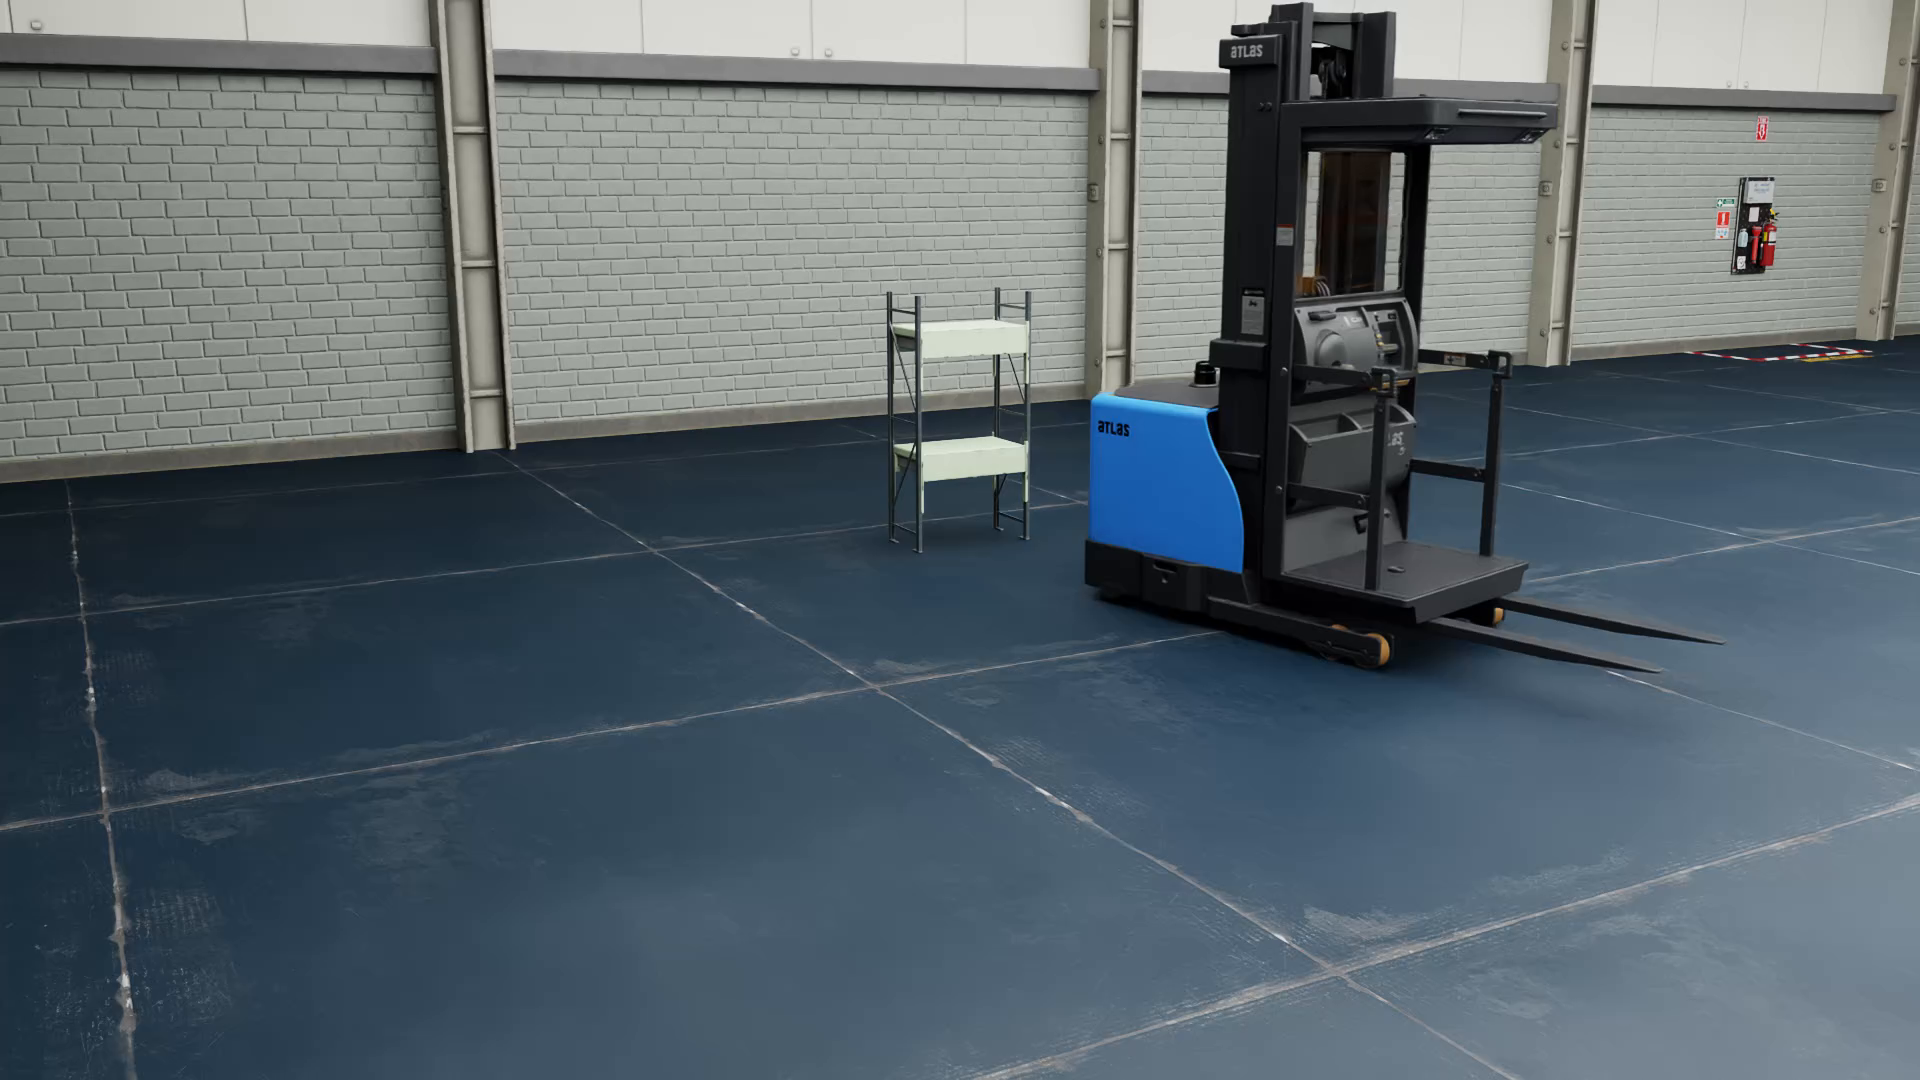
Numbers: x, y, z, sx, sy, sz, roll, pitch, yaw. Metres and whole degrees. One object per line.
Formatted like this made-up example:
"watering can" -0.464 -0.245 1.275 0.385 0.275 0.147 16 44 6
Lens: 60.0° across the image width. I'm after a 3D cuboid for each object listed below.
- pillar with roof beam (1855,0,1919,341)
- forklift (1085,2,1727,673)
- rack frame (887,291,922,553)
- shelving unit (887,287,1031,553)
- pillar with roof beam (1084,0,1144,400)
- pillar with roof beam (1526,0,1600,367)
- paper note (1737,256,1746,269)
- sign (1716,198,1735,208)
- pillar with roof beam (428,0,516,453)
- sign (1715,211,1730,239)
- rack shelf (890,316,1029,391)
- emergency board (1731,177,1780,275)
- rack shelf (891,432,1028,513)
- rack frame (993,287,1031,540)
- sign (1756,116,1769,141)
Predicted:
"pillar with roof beam" 14.049 -6.196 17.146 0.400 9.000 9.100 -7 14 -28
"forklift" 2.031 -0.971 7.749 1.130 2.935 3.031 -12 17 -42
"rack frame" -0.327 -0.692 9.770 0.023 1.500 0.400 -7 14 -28
"shelving unit" -0.006 -0.731 9.941 0.755 1.500 0.431 -7 14 -28
"pillar with roof beam" 3.516 -4.934 11.537 0.400 9.000 9.100 -7 14 -28
"pillar with roof beam" 8.783 -5.565 14.341 0.400 9.000 9.100 -7 14 -28
"paper note" 9.610 -3.411 20.442 0.142 0.148 0.016 -7 14 -28
"sign" 9.272 -4.083 20.131 0.331 0.109 0.001 -7 14 -28
"pillar with roof beam" -1.750 -4.303 8.732 0.400 9.000 9.100 -7 14 -28
"sign" 9.264 -3.826 20.194 0.234 0.329 0.001 -7 14 -28
"rack shelf" -0.006 -1.112 9.856 0.720 0.370 0.431 -7 14 -28
"emergency board" 9.799 -3.846 20.369 0.643 1.169 0.194 -7 14 -28
"rack shelf" -0.006 -0.413 10.013 0.720 0.370 0.431 -7 14 -28
"rack frame" 0.315 -0.769 10.112 0.023 1.500 0.400 -7 14 -28
"sign" 9.744 -4.996 20.196 0.199 0.298 0.001 -7 14 -28
